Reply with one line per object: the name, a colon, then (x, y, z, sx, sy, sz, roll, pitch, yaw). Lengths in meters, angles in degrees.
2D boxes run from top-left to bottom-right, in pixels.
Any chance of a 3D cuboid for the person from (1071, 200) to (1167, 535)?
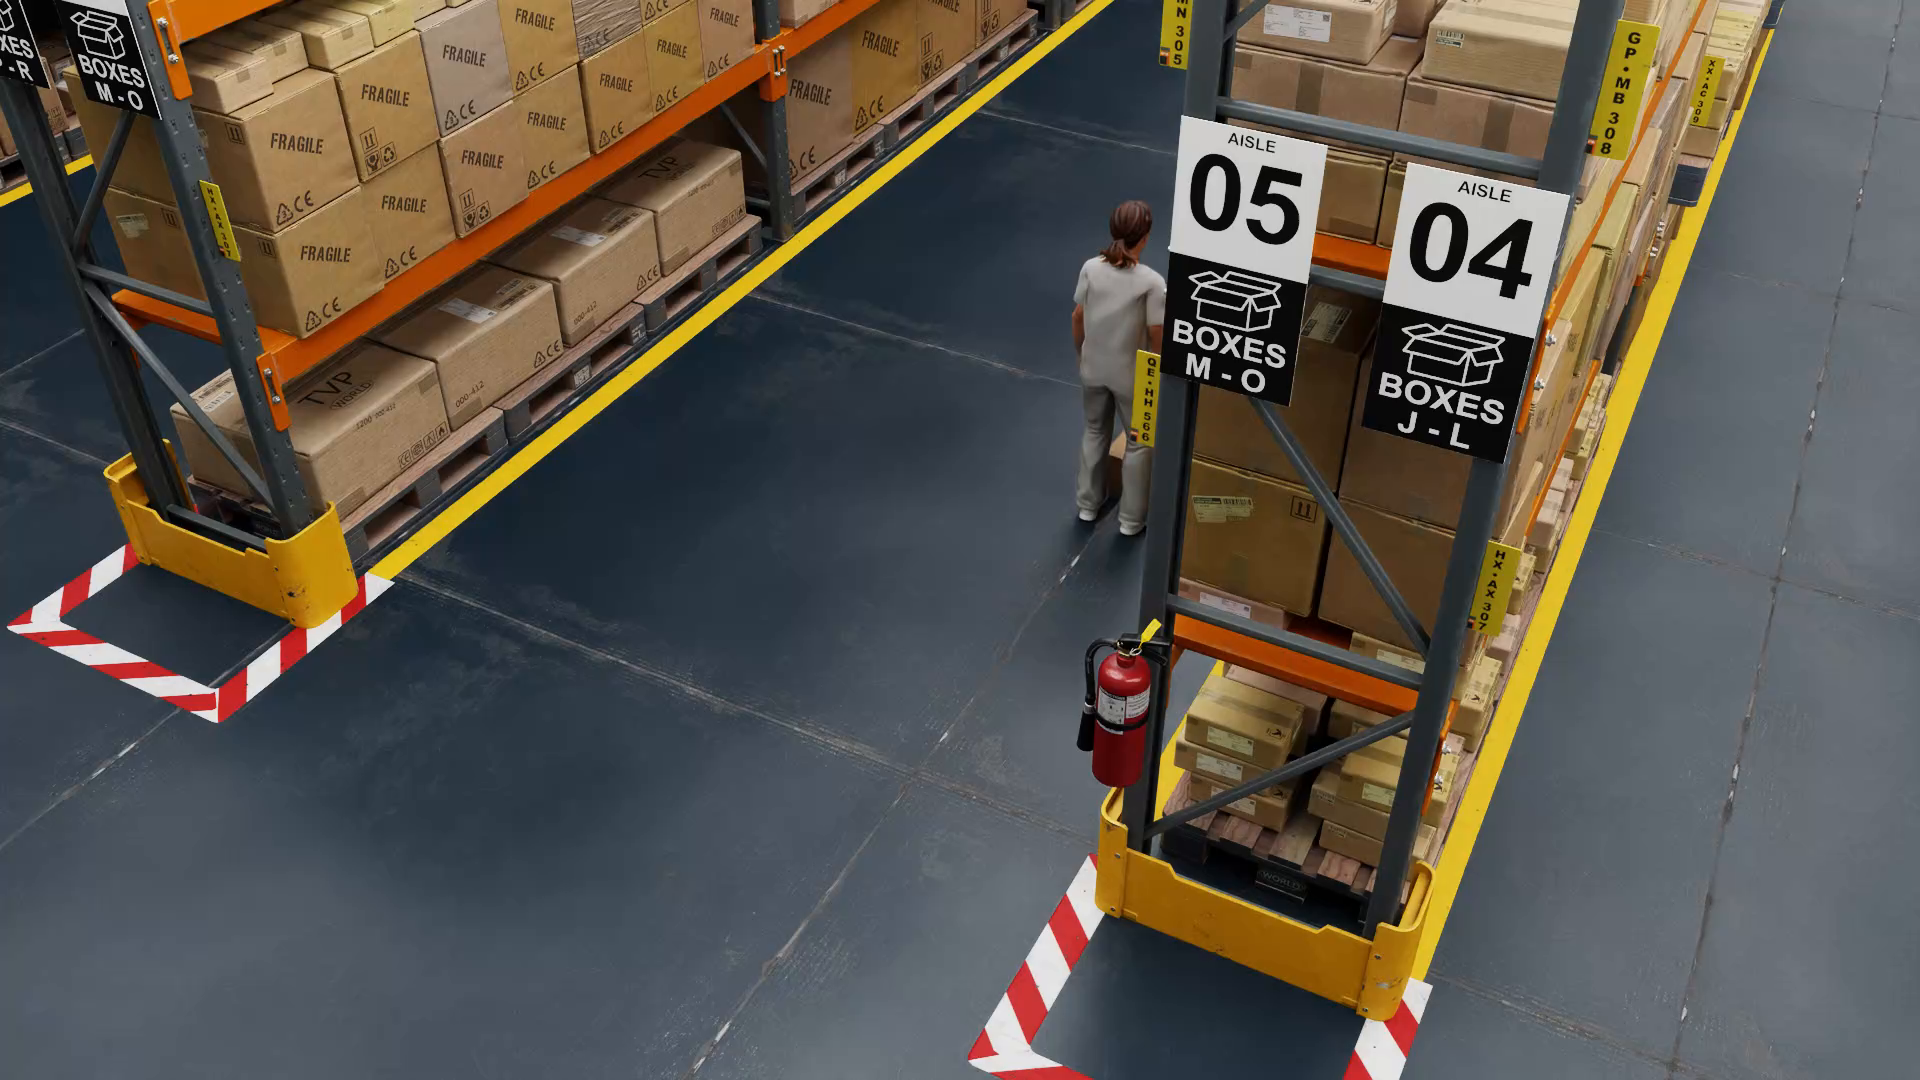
person: (0.750, -0.786, 7.753, 0.493, 1.672, 0.359, 21, 43, 24)
